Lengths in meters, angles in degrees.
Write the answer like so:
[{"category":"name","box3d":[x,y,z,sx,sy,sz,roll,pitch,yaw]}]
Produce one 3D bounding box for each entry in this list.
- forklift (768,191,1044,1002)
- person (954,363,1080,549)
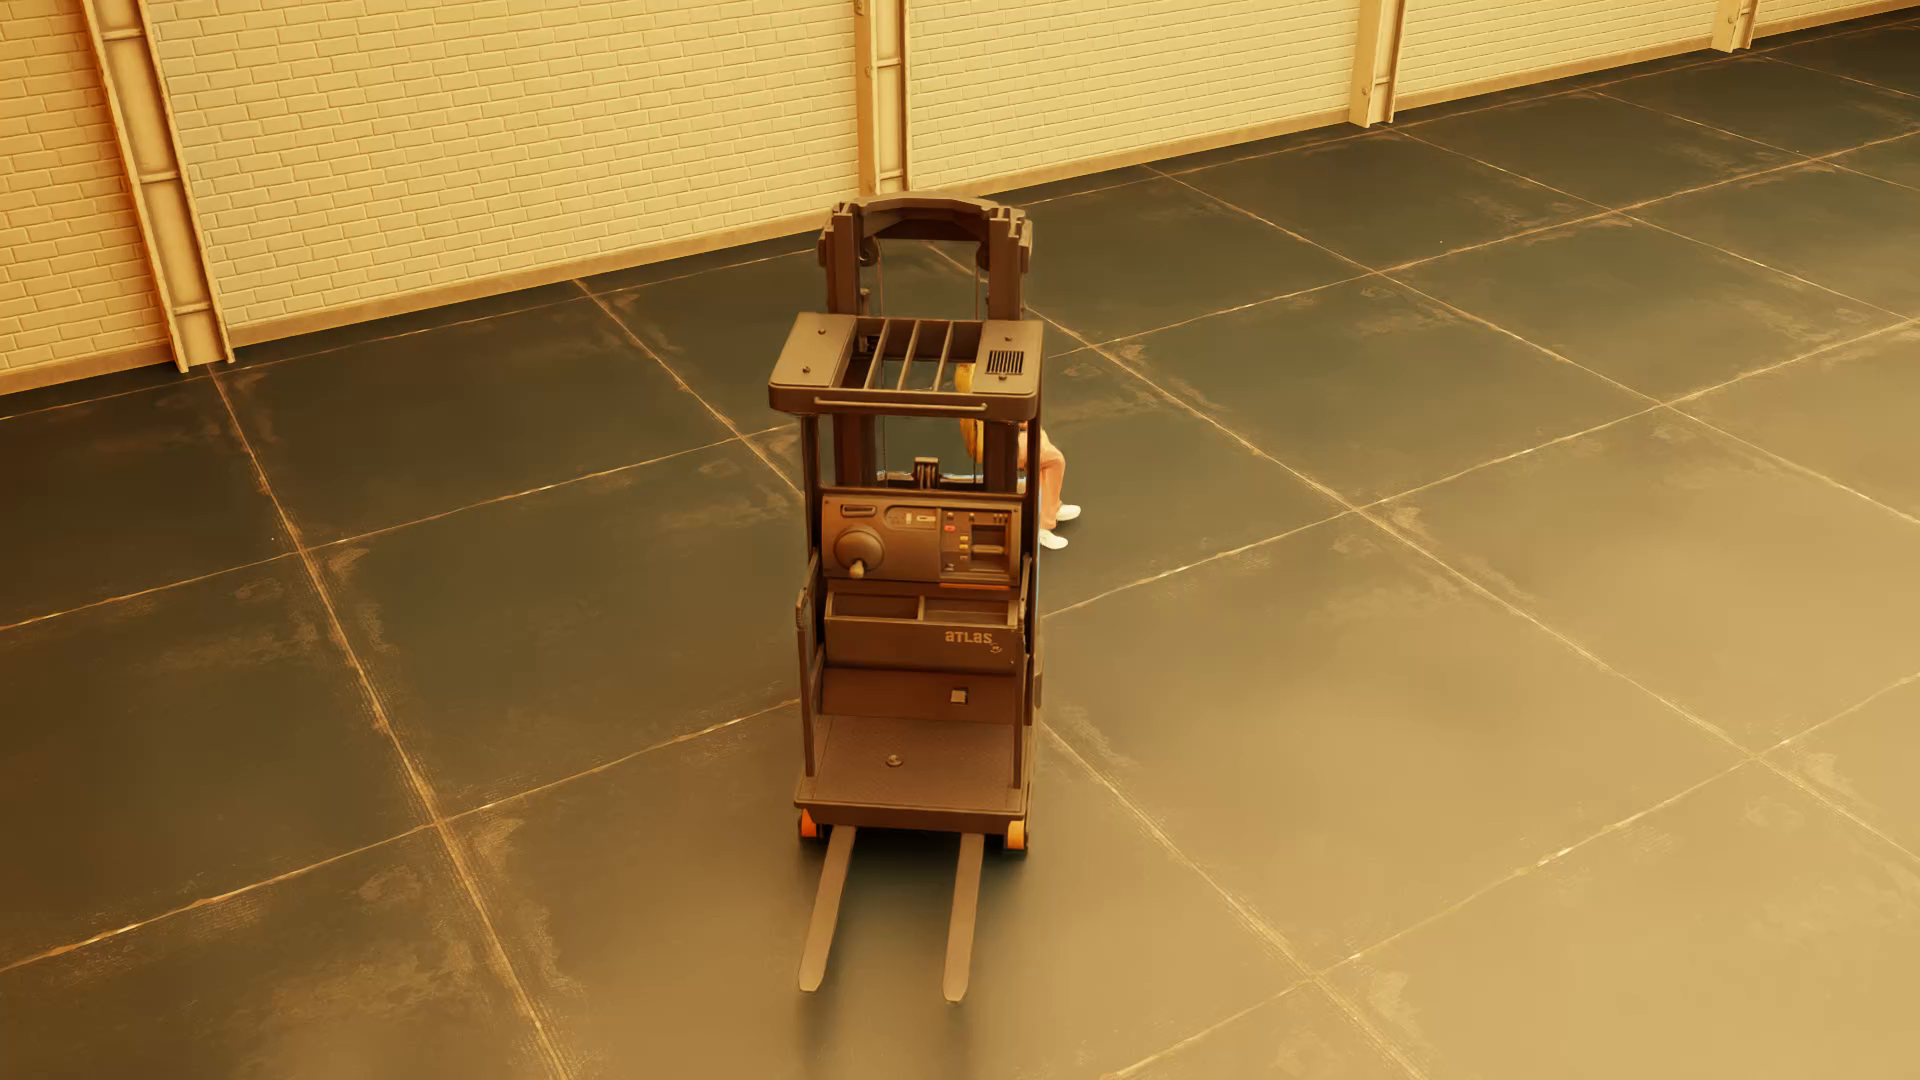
[{"category":"forklift","box3d":[-0.198,0.053,7.558,1.130,2.935,3.031,3,31,4]},{"category":"person","box3d":[0.373,-0.681,10.184,0.836,1.436,0.800,-17,35,-25]}]
